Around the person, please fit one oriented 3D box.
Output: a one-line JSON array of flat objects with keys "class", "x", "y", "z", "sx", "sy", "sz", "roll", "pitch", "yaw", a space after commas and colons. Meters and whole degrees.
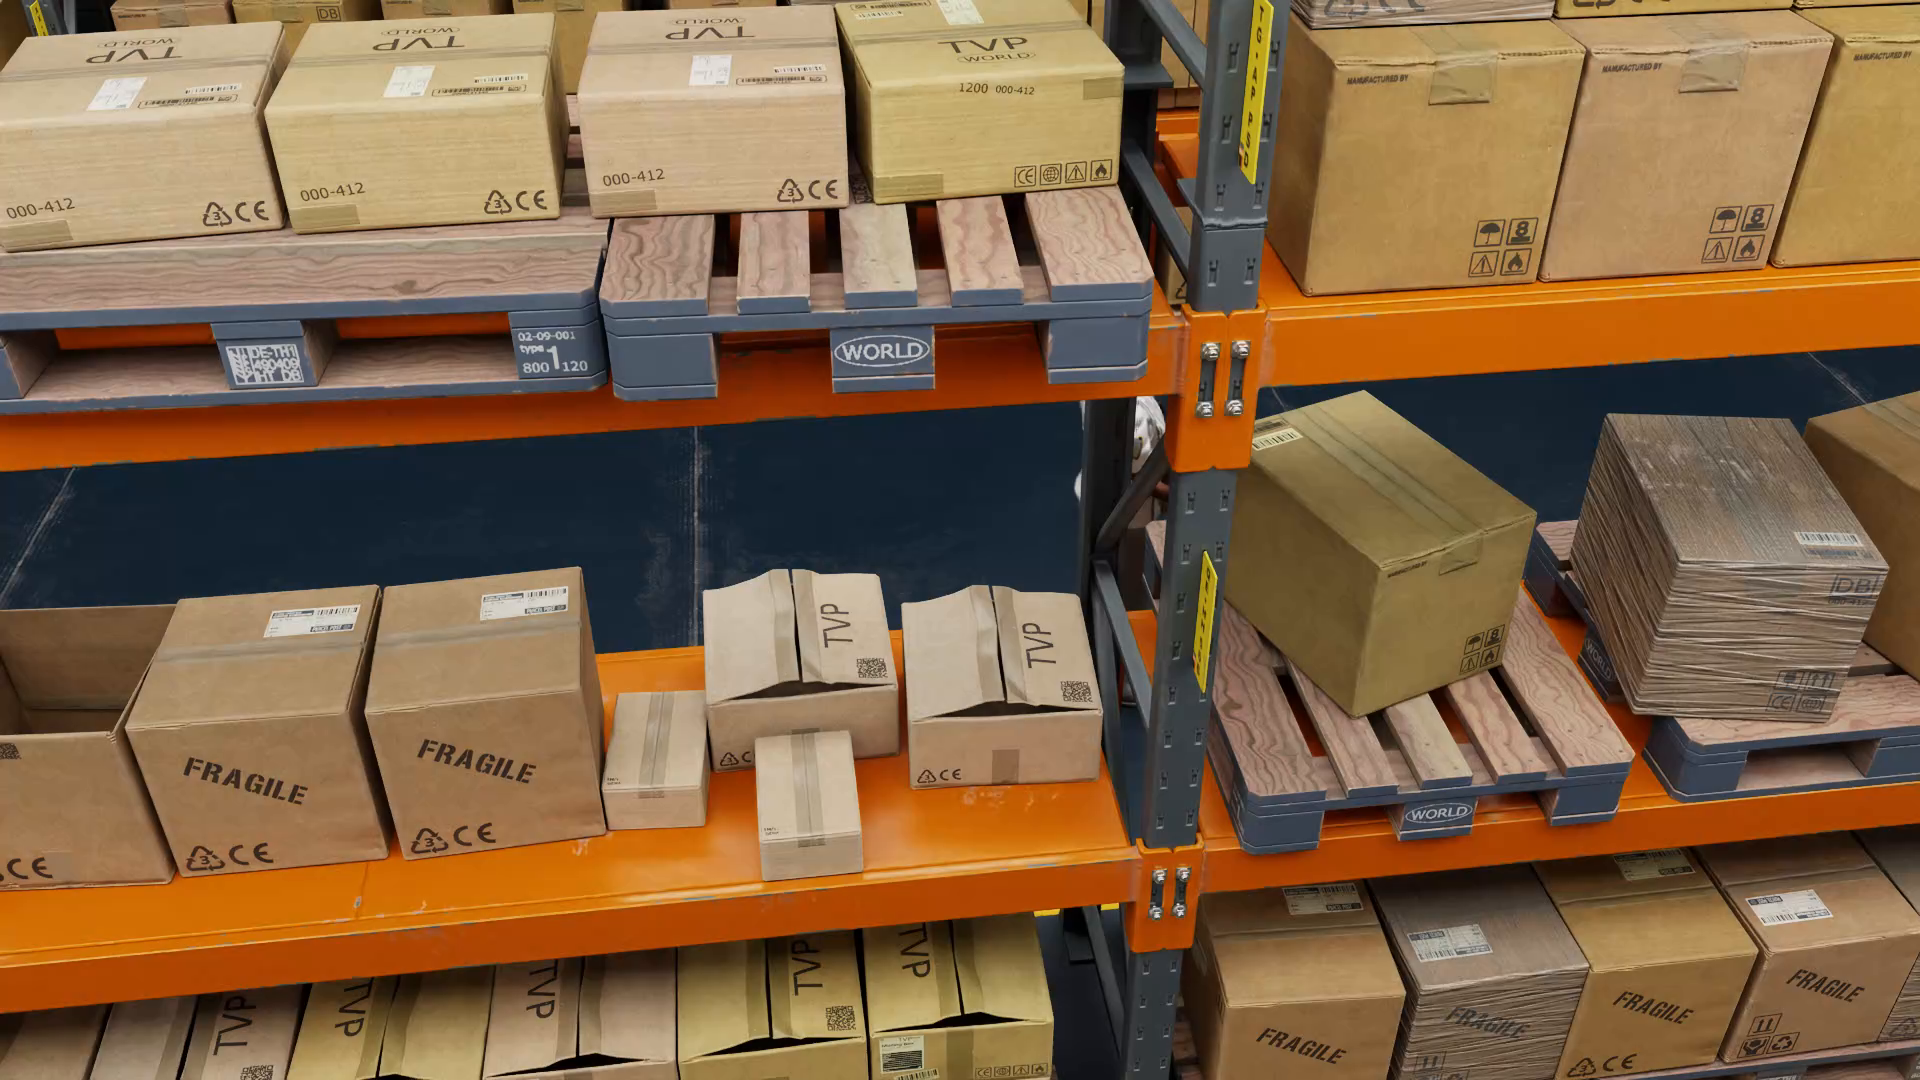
[{"class": "person", "x": 0.626, "y": -0.117, "z": 6.312, "sx": 0.397, "sy": 1.658, "sz": 0.527, "roll": -6, "pitch": 36, "yaw": -9}]
